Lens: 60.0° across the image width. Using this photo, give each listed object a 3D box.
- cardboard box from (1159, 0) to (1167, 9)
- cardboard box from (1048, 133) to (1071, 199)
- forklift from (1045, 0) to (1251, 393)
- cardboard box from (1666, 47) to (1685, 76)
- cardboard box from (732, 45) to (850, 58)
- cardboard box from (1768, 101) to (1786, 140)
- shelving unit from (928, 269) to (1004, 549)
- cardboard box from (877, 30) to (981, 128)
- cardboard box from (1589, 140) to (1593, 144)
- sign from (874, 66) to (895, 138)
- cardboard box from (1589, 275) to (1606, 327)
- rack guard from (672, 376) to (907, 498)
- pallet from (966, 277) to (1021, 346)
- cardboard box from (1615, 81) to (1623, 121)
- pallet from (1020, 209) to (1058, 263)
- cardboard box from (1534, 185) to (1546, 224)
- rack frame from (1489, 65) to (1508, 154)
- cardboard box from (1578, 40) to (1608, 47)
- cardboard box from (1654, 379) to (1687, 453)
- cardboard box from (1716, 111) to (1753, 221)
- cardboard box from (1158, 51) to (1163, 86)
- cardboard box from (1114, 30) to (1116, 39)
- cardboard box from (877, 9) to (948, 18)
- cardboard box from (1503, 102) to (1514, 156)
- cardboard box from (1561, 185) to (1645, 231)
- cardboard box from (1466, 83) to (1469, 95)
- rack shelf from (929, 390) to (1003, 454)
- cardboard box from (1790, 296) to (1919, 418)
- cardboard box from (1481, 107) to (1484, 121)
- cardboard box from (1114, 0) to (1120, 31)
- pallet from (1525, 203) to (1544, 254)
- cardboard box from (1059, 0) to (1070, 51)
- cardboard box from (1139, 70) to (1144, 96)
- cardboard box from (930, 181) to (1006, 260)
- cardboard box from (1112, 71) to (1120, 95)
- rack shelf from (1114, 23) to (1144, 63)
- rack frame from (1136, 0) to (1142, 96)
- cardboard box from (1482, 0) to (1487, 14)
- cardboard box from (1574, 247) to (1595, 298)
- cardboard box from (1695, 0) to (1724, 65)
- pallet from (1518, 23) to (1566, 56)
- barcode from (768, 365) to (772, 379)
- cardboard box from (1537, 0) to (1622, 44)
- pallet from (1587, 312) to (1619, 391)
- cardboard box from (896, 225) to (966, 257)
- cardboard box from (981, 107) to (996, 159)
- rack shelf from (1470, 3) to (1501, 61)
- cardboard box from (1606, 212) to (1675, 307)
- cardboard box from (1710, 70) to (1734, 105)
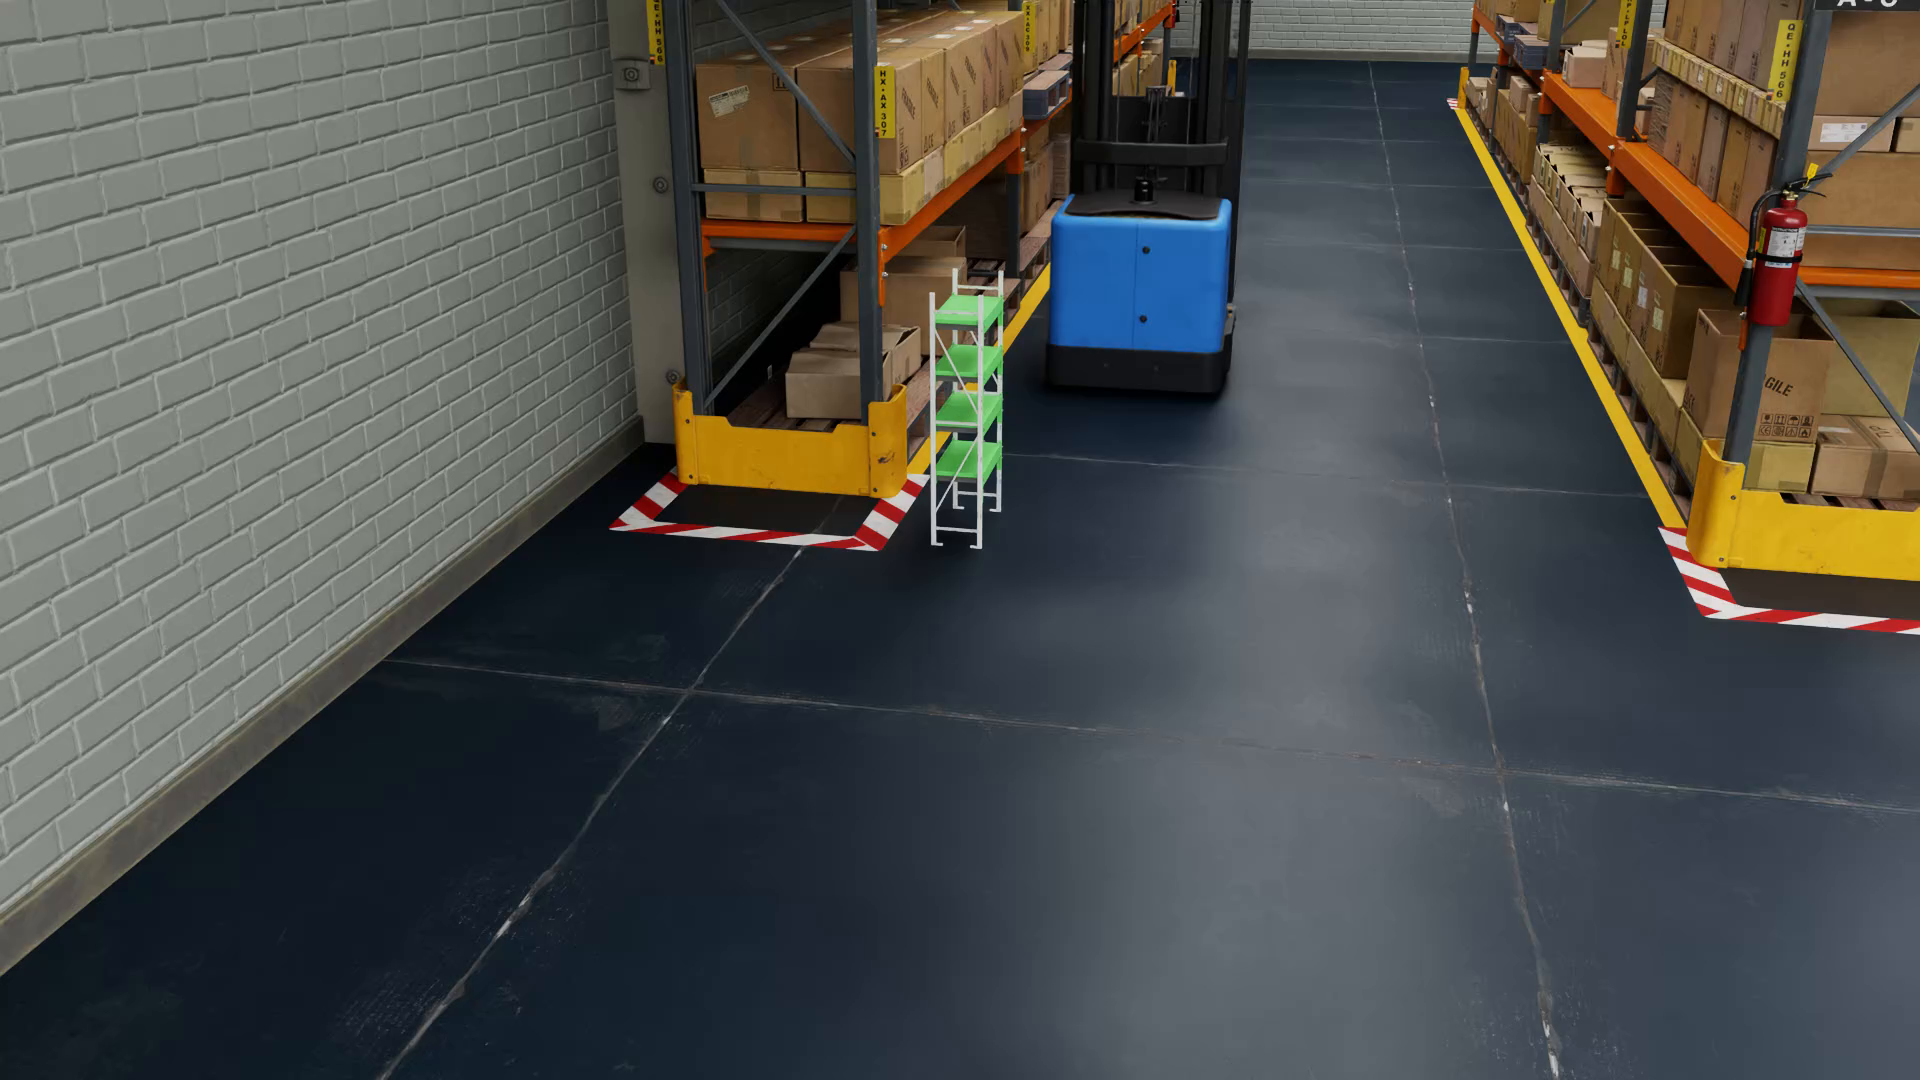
[{"bbox_3d":[2.148,-7.214,21.348,0.980,0.700,0.700,4,22,10],"label":"cardboard box"},{"bbox_3d":[0.652,-3.380,14.988,0.700,0.500,0.500,5,22,12],"label":"cardboard box"},{"bbox_3d":[1.293,-2.746,10.749,1.130,2.935,3.031,4,22,10],"label":"forklift"},{"bbox_3d":[4.435,-2.841,9.891,0.380,0.149,0.250,4,22,10],"label":"cardboard box"},{"bbox_3d":[-0.884,-2.337,8.810,0.500,0.500,0.500,5,22,12],"label":"cardboard box"},{"bbox_3d":[3.909,-1.898,7.550,0.380,0.149,0.250,5,22,12],"label":"cardboard box"},{"bbox_3d":[0.034,-0.617,7.780,0.258,1.200,0.503,4,22,11],"label":"shelving unit"},{"bbox_3d":[-0.177,-2.675,9.649,0.500,0.500,0.500,5,23,13],"label":"cardboard box"},{"bbox_3d":[5.970,-3.416,15.077,0.500,0.500,0.500,5,23,13],"label":"cardboard box"},{"bbox_3d":[-0.354,-2.037,7.738,0.100,0.325,0.005,4,22,11],"label":"sign"},{"bbox_3d":[4.390,-1.537,10.772,0.500,0.250,0.500,4,22,11],"label":"cardboard box"},{"bbox_3d":[-0.869,-0.545,8.539,1.175,0.500,0.348,4,22,11],"label":"rack guard"},{"bbox_3d":[-0.171,-1.598,11.539,1.003,0.211,1.213,4,22,11],"label":"pallet"},{"bbox_3d":[4.781,-3.037,11.559,0.396,0.266,0.258,4,22,10],"label":"cardboard box"},{"bbox_3d":[0.336,-2.579,13.974,1.003,0.211,1.213,4,22,11],"label":"pallet"},{"bbox_3d":[5.102,-2.793,13.892,0.500,0.250,0.500,4,22,9],"label":"cardboard box"},{"bbox_3d":[6.414,-5.690,17.965,1.000,3.000,0.127,4,22,11],"label":"rack frame"},{"bbox_3d":[5.481,-4.056,14.028,0.500,0.311,0.500,6,23,14],"label":"cardboard box"},{"bbox_3d":[3.876,-0.623,8.503,0.500,0.250,0.500,4,22,11],"label":"cardboard box"},{"bbox_3d":[4.283,-1.891,8.399,0.700,0.500,0.500,5,22,11],"label":"cardboard box"},{"bbox_3d":[2.335,-6.300,22.266,0.700,0.500,0.500,4,22,11],"label":"cardboard box"},{"bbox_3d":[1.404,-5.256,17.198,0.380,0.149,0.250,5,23,13],"label":"cardboard box"},{"bbox_3d":[-0.369,-3.272,11.132,0.500,0.500,0.500,4,22,10],"label":"cardboard box"},{"bbox_3d":[5.870,-4.198,17.018,0.500,0.500,0.500,5,22,12],"label":"cardboard box"},{"bbox_3d":[4.788,-2.486,12.380,0.500,0.311,0.500,4,22,11],"label":"cardboard box"},{"bbox_3d":[6.757,-5.824,21.503,0.380,0.166,0.250,4,22,11],"label":"cardboard box"},{"bbox_3d":[0.034,-0.558,7.804,0.258,0.148,0.480,4,22,11],"label":"rack shelf"},{"bbox_3d":[4.393,-0.930,8.263,0.500,0.500,0.500,4,22,11],"label":"cardboard box"},{"bbox_3d":[6.270,-4.943,19.339,0.380,0.149,0.250,4,22,11],"label":"cardboard box"},{"bbox_3d":[1.316,-5.327,16.506,0.500,0.500,0.500,4,22,11],"label":"cardboard box"},{"bbox_3d":[5.392,-2.635,14.114,1.003,0.211,1.213,4,22,11],"label":"pallet"},{"bbox_3d":[0.574,-4.474,14.225,0.700,0.500,0.500,2,22,6],"label":"cardboard box"},{"bbox_3d":[1.817,-5.367,19.948,0.700,0.500,0.500,5,22,12],"label":"cardboard box"},{"bbox_3d":[0.065,-2.455,12.691,0.700,0.500,0.500,5,23,13],"label":"cardboard box"},{"bbox_3d":[1.211,-4.379,17.028,0.750,0.750,0.750,4,22,11],"label":"cardboard box"},{"bbox_3d":[1.156,-5.001,17.218,1.077,0.370,4.000,4,22,11],"label":"rack shelf"},{"bbox_3d":[1.564,-6.066,18.900,1.000,3.000,0.127,4,22,11],"label":"rack frame"},{"bbox_3d":[6.676,-6.684,20.301,0.500,0.500,0.500,4,22,11],"label":"cardboard box"},{"bbox_3d":[4.582,-1.857,11.567,0.500,0.250,0.500,4,22,10],"label":"cardboard box"},{"bbox_3d":[4.493,-2.881,9.122,0.700,0.500,0.500,4,22,11],"label":"cardboard box"},{"bbox_3d":[5.990,-4.849,16.136,1.003,0.211,1.213,4,22,11],"label":"pallet"},{"bbox_3d":[-1.043,-0.921,9.124,0.001,0.075,0.075,4,22,11],"label":"barcode"},{"bbox_3d":[5.616,-4.707,14.829,0.700,0.500,0.500,-3,22,-7],"label":"cardboard box"},{"bbox_3d":[4.578,-1.183,10.507,1.003,0.211,1.213,4,22,11],"label":"pallet"},{"bbox_3d":[-0.241,-1.802,11.070,0.500,0.500,0.500,3,22,7],"label":"cardboard box"},{"bbox_3d":[-0.066,-2.517,10.261,0.500,0.250,0.500,4,22,11],"label":"cardboard box"},{"bbox_3d":[6.822,-6.087,19.916,1.077,0.370,4.000,4,22,11],"label":"rack shelf"},{"bbox_3d":[4.286,-1.702,10.178,0.500,0.500,0.500,4,22,11],"label":"cardboard box"},{"bbox_3d":[4.171,-2.370,8.721,0.380,0.149,0.250,4,22,10],"label":"cardboard box"}]
